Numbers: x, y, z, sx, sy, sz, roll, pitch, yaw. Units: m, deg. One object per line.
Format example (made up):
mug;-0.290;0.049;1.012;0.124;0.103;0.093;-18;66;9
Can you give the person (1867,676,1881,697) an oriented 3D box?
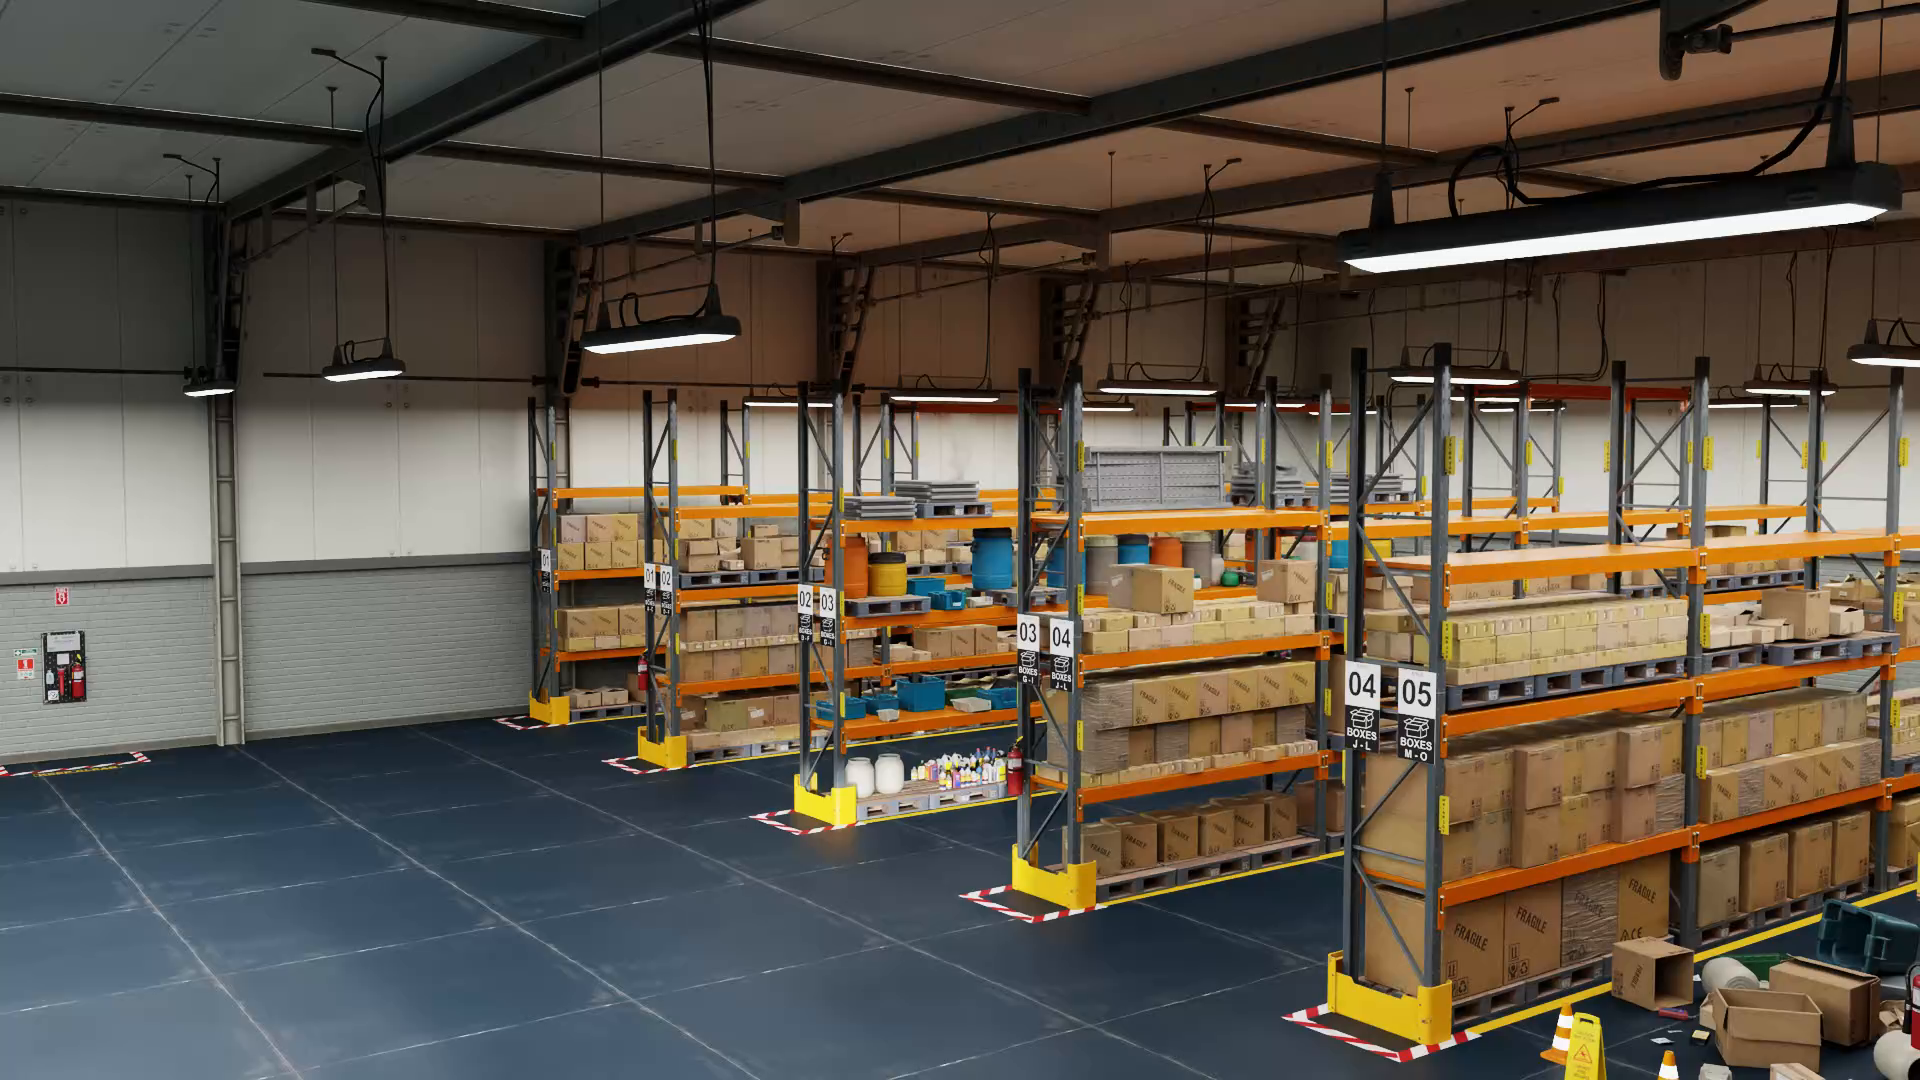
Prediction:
person;13.249;2.829;23.873;1.003;1.774;0.713;-2;4;-28
